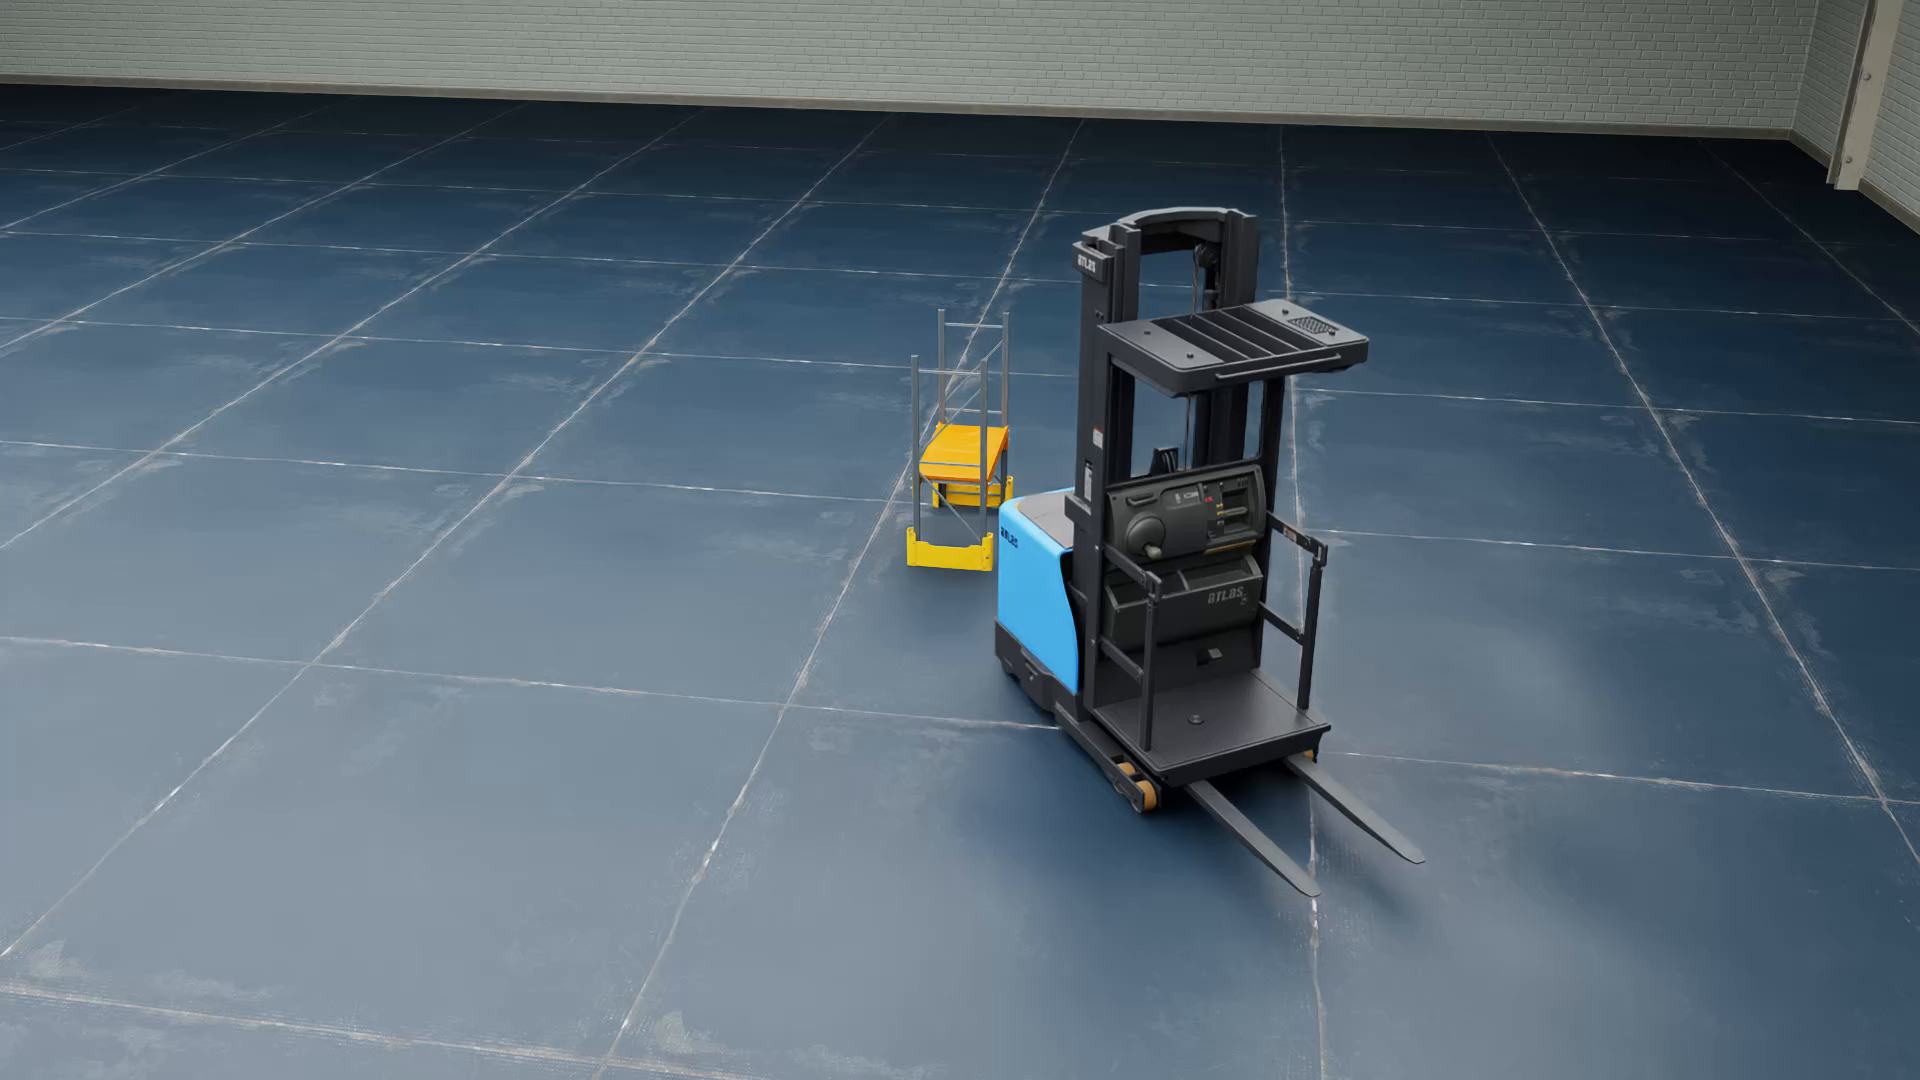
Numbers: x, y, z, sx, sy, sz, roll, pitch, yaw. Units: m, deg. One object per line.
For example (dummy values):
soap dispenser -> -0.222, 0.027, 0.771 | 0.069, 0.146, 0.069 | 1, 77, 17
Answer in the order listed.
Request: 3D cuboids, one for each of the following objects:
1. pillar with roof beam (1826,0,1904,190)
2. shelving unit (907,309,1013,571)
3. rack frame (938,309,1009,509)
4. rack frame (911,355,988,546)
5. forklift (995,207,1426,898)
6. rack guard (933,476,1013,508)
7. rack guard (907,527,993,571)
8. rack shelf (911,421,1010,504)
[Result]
pillar with roof beam -> 7.237, -8.976, 20.355 | 9.100, 9.000, 0.400 | 4, 25, 9
shelving unit -> 0.012, -0.711, 11.544 | 0.587, 1.500, 1.083 | 4, 25, 9
rack frame -> 0.097, -0.928, 12.007 | 0.500, 1.500, 0.032 | 4, 25, 9
rack frame -> -0.069, -0.502, 11.098 | 0.500, 1.500, 0.032 | 4, 25, 9
forklift -> 1.295, -0.108, 8.567 | 1.130, 2.935, 3.031 | -11, 27, -23
rack guard -> 0.094, -0.353, 12.254 | 0.587, 0.250, 0.087 | 4, 25, 9
rack guard -> -0.069, 0.063, 11.364 | 0.587, 0.250, 0.087 | 4, 25, 9
rack shelf -> 0.014, -0.552, 11.629 | 0.538, 0.185, 1.000 | 4, 25, 9
